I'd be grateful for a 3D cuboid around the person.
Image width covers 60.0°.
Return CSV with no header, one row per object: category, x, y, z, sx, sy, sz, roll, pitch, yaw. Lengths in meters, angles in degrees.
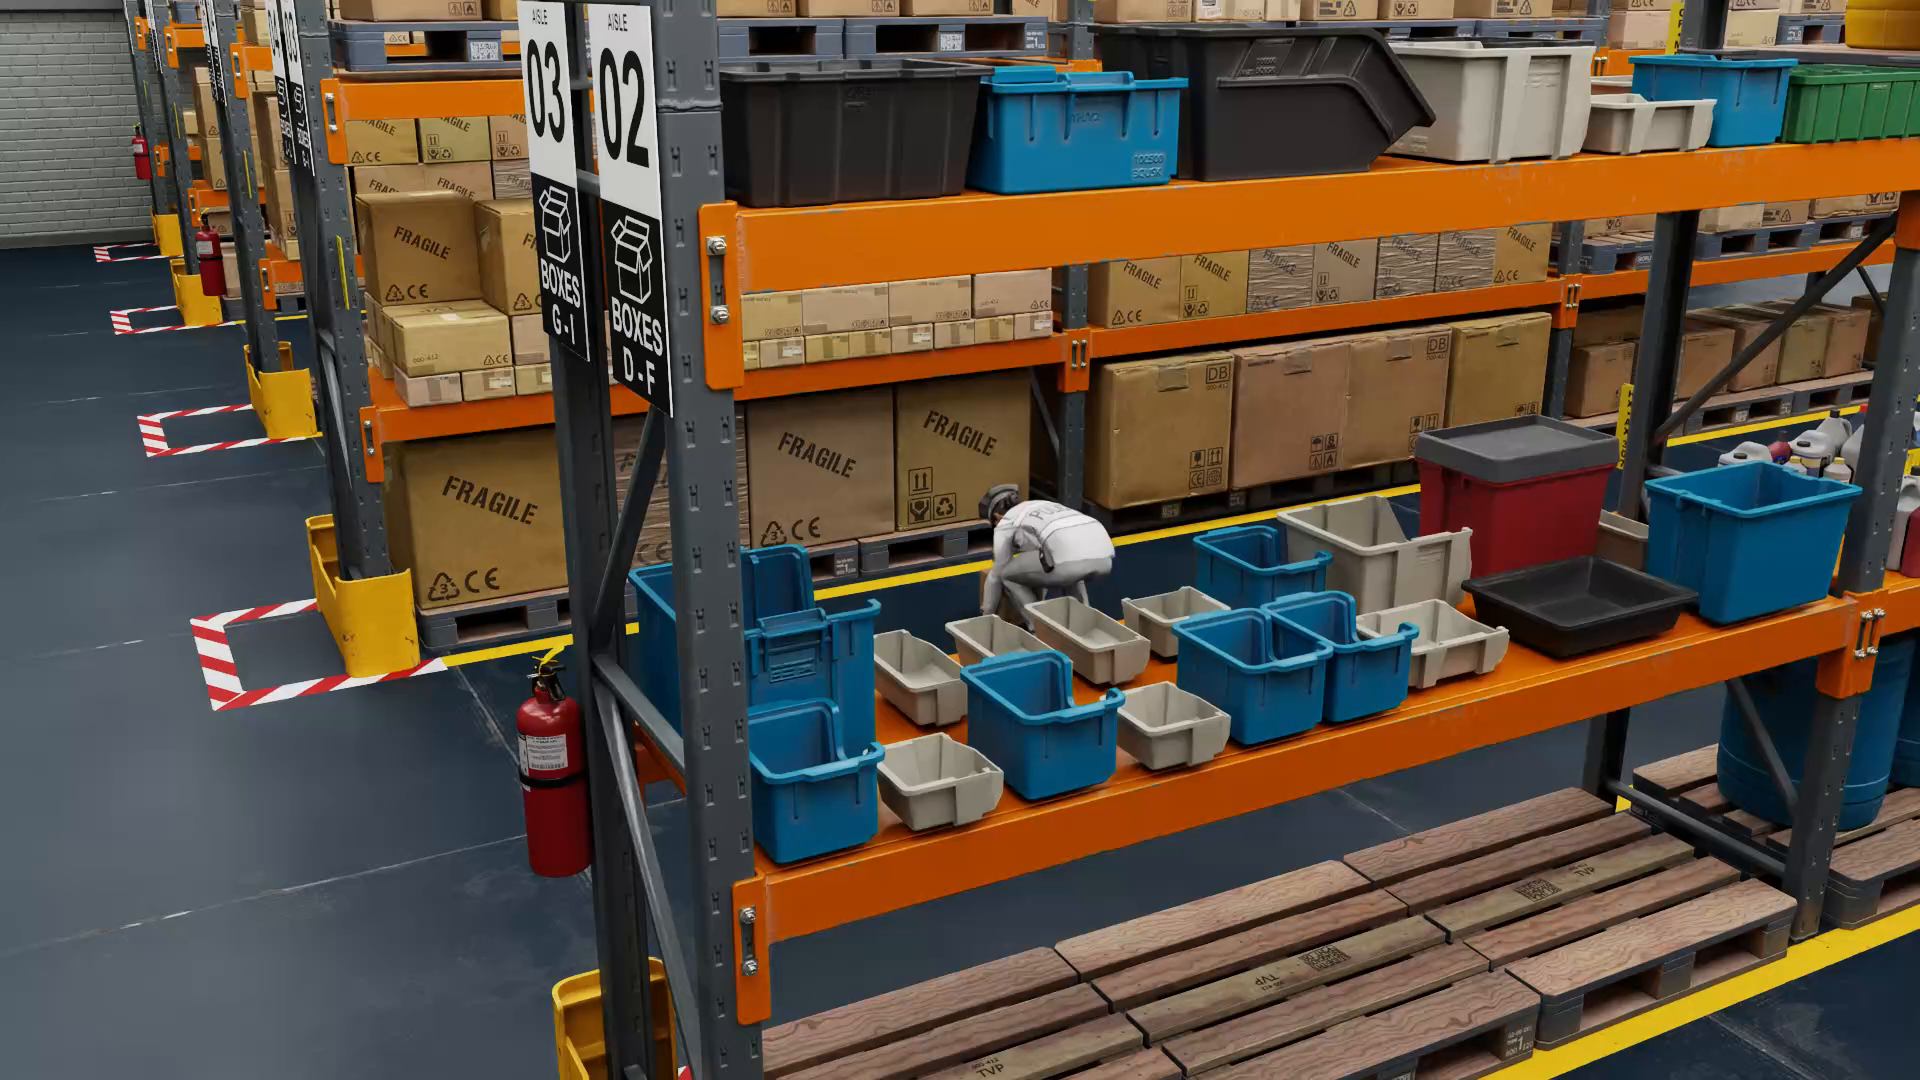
person,0.422,0.154,8.569,0.458,0.760,0.915,-10,21,-28
